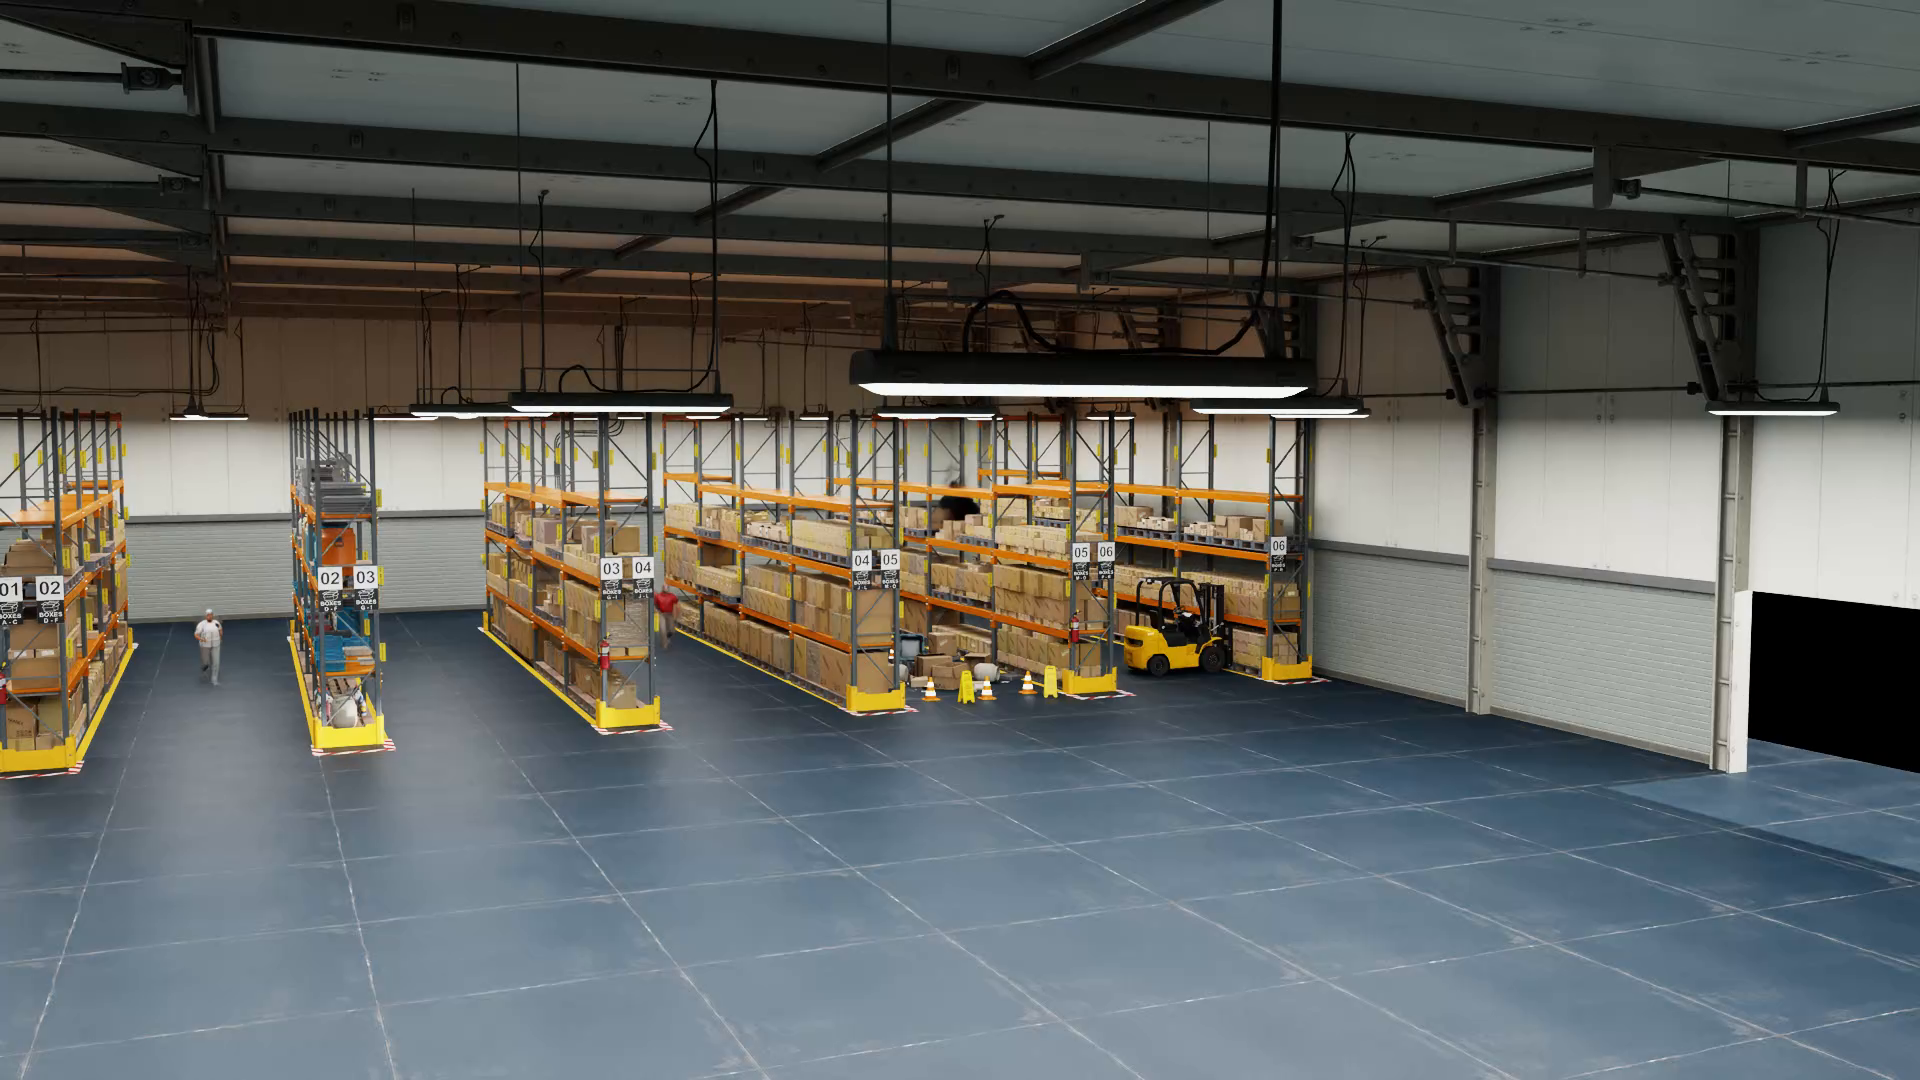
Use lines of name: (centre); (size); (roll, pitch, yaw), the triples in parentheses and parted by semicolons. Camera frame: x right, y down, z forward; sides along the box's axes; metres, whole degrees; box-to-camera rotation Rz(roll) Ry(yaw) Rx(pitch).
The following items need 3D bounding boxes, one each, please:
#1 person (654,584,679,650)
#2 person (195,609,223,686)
person: (-7.462, 1.929, 42.111); (0.710, 1.671, 0.631); (-1, 4, -19)
person: (-16.466, 2.347, 36.514); (0.607, 1.658, 0.849); (-3, 5, -36)
